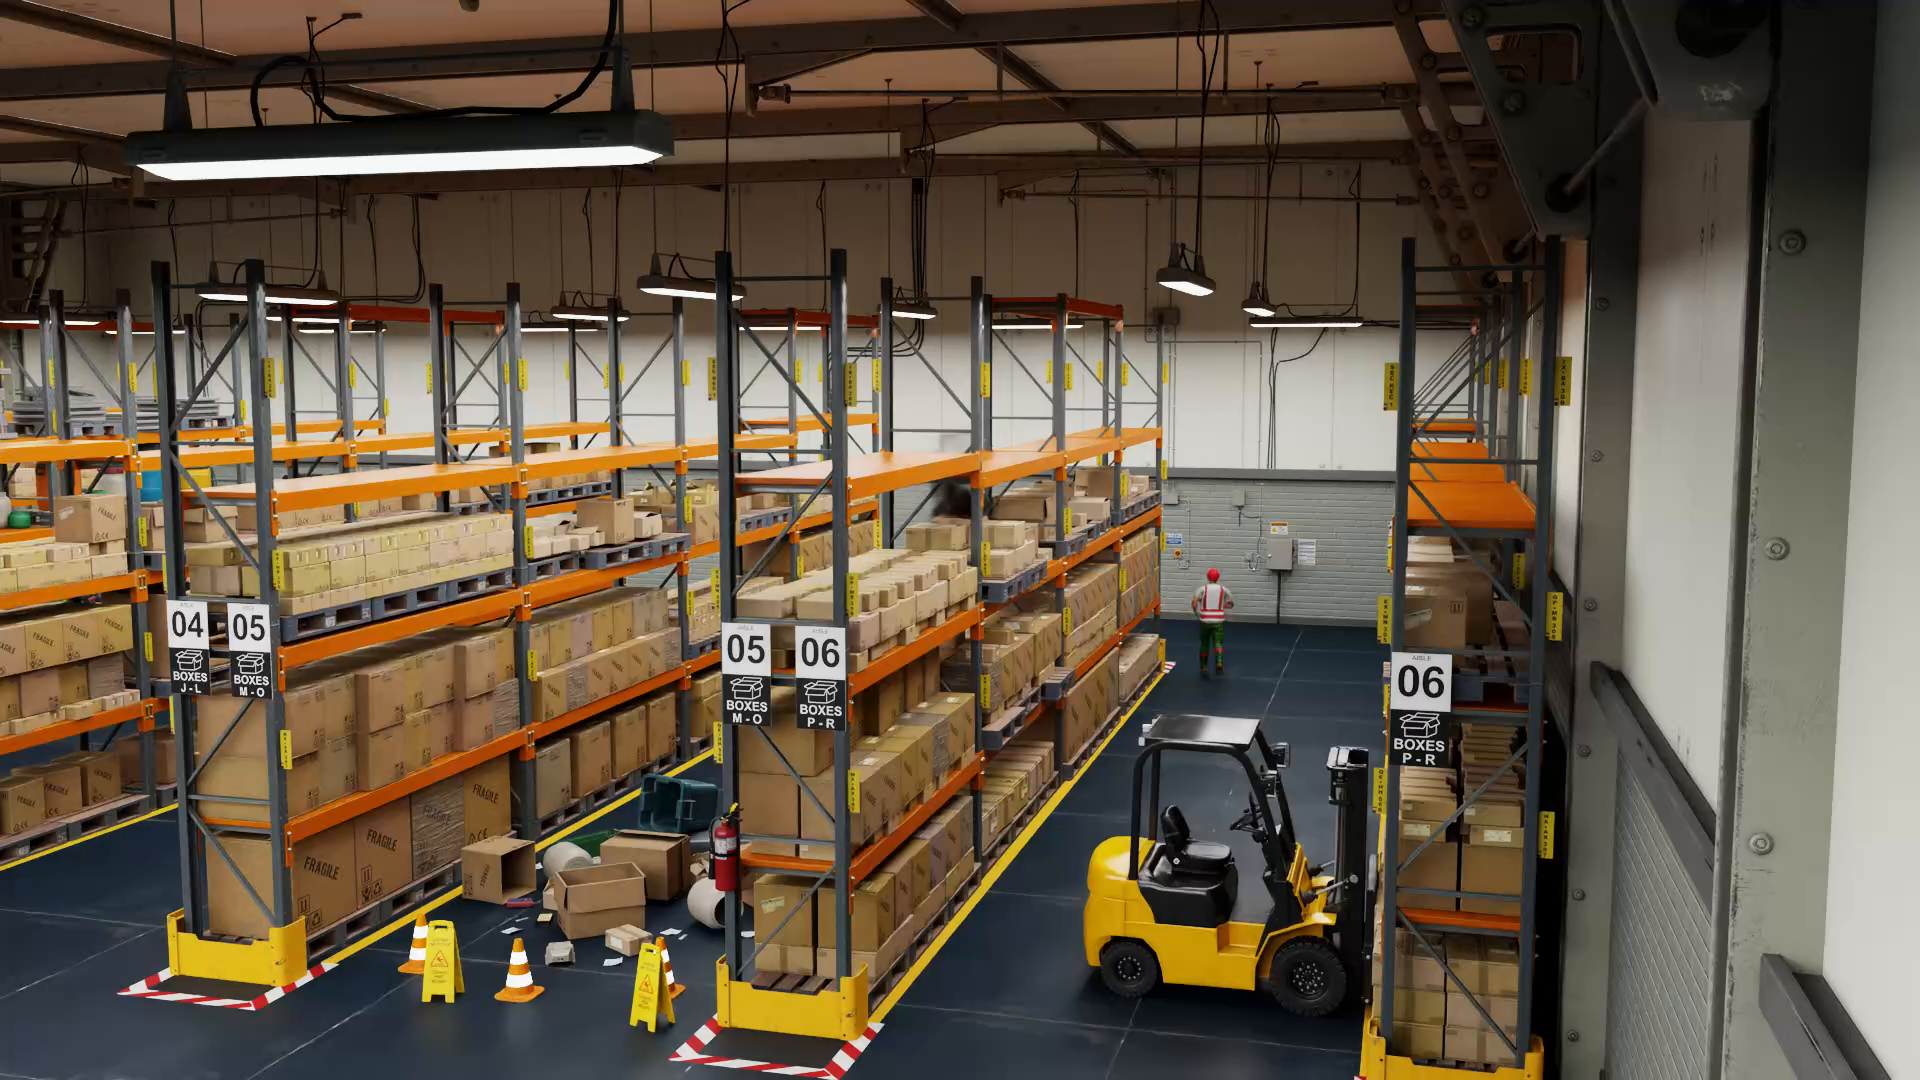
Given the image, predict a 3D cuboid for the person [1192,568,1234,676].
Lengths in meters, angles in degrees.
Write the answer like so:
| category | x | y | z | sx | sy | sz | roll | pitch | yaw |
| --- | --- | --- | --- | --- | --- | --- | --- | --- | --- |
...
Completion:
| category | x | y | z | sx | sy | sz | roll | pitch | yaw |
| --- | --- | --- | --- | --- | --- | --- | --- | --- | --- |
| person | 4.159 | 1.358 | 27.412 | 0.694 | 1.789 | 0.979 | 1 | 6 | 6 |
